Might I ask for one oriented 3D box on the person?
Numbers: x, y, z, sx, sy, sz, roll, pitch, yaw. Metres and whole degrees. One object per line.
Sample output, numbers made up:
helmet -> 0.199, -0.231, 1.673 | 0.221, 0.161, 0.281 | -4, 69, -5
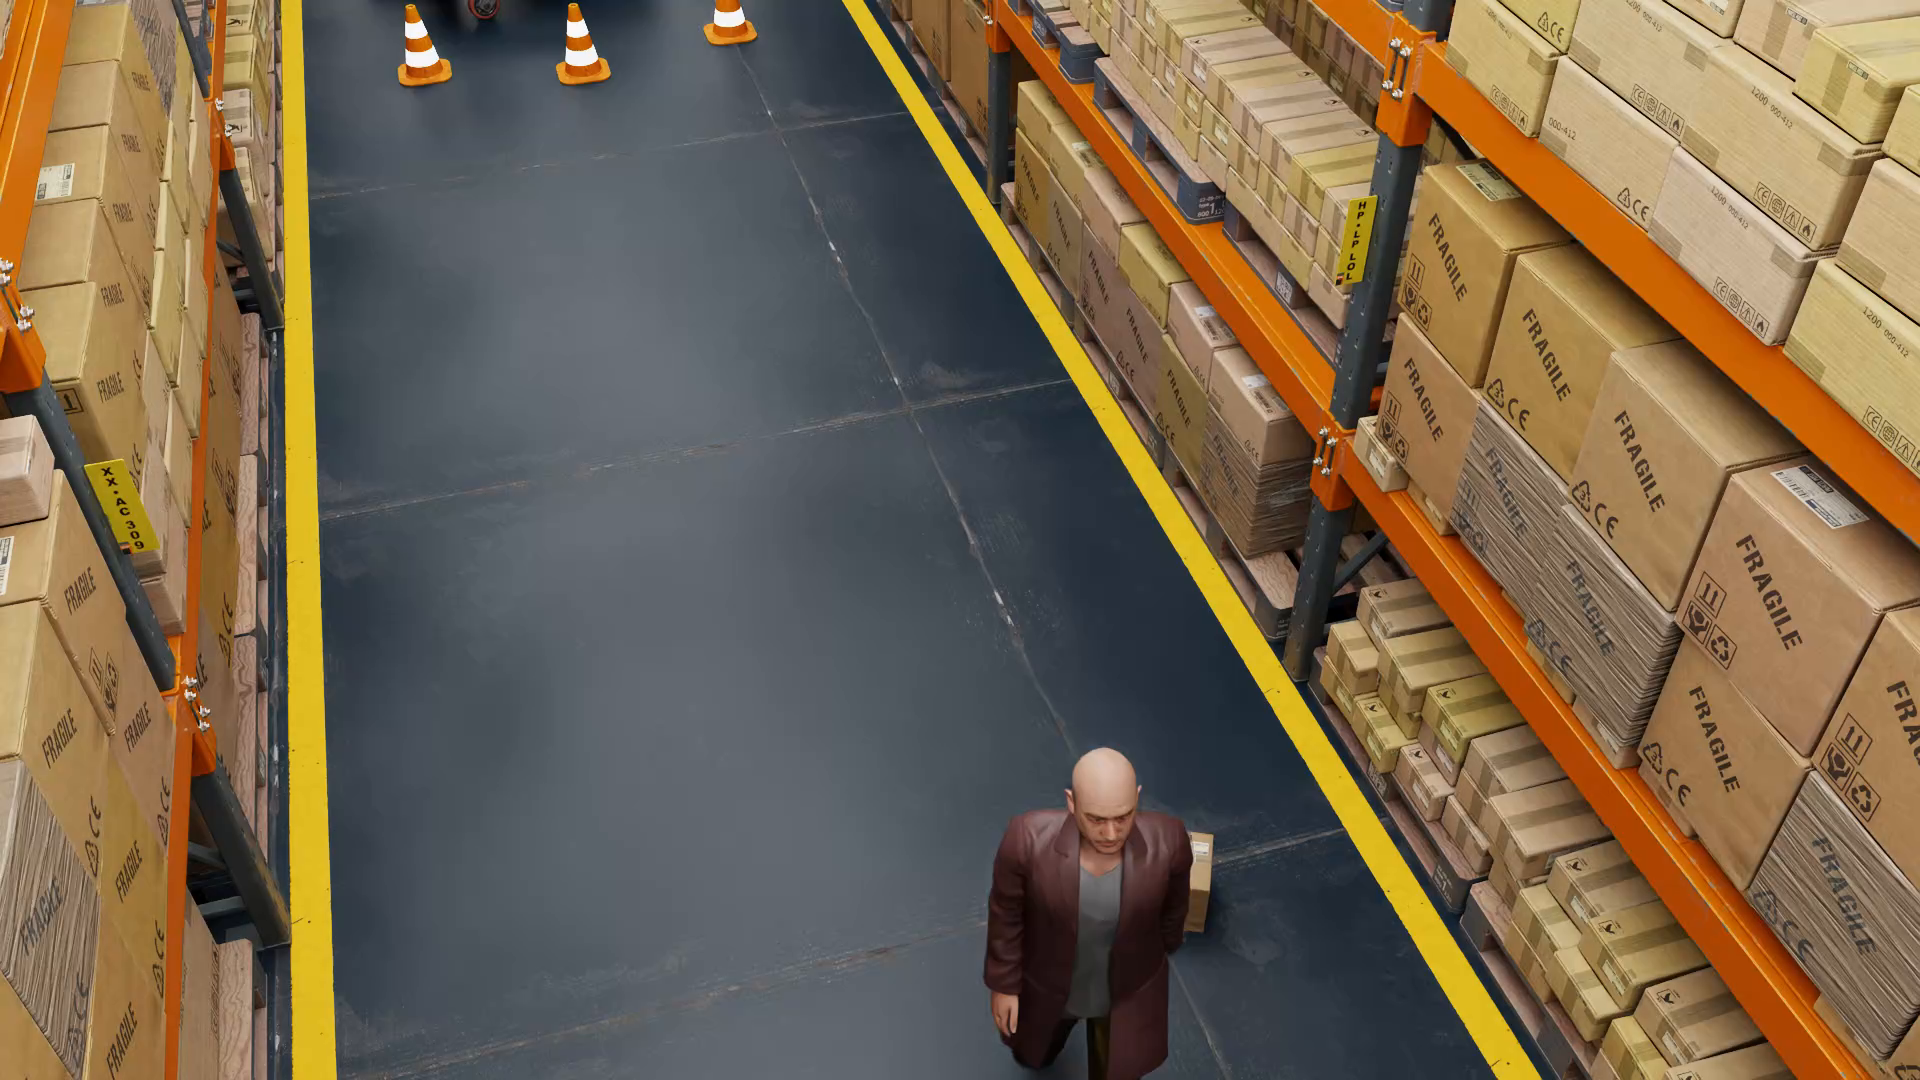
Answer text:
person -> 0.361, 1.237, 4.750 | 0.577, 1.753, 0.814 | 3, 42, 3
